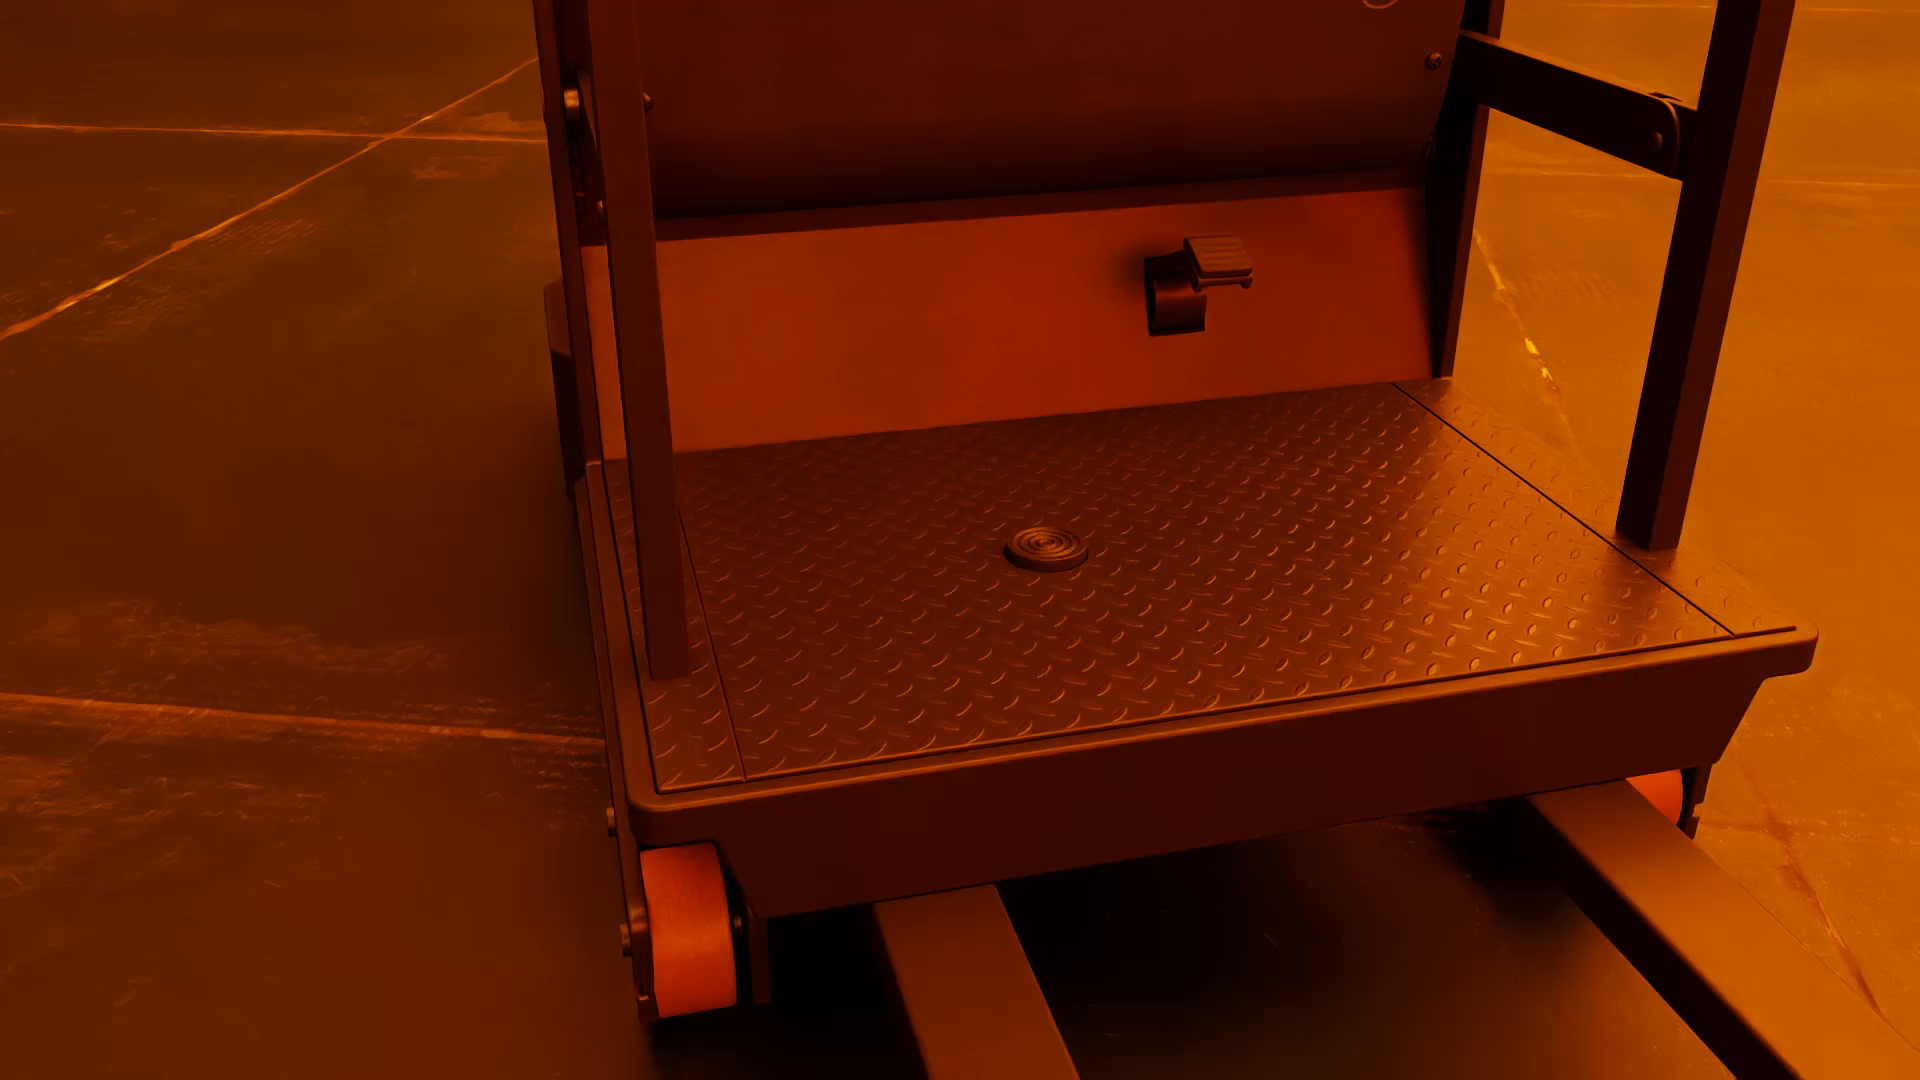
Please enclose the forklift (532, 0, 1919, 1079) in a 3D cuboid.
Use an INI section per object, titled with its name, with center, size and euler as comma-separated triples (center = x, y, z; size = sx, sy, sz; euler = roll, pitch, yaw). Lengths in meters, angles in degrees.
[forklift]
center = 0.153, -1.049, 1.319
size = 1.130, 2.935, 3.031
euler = -7, 27, -13
